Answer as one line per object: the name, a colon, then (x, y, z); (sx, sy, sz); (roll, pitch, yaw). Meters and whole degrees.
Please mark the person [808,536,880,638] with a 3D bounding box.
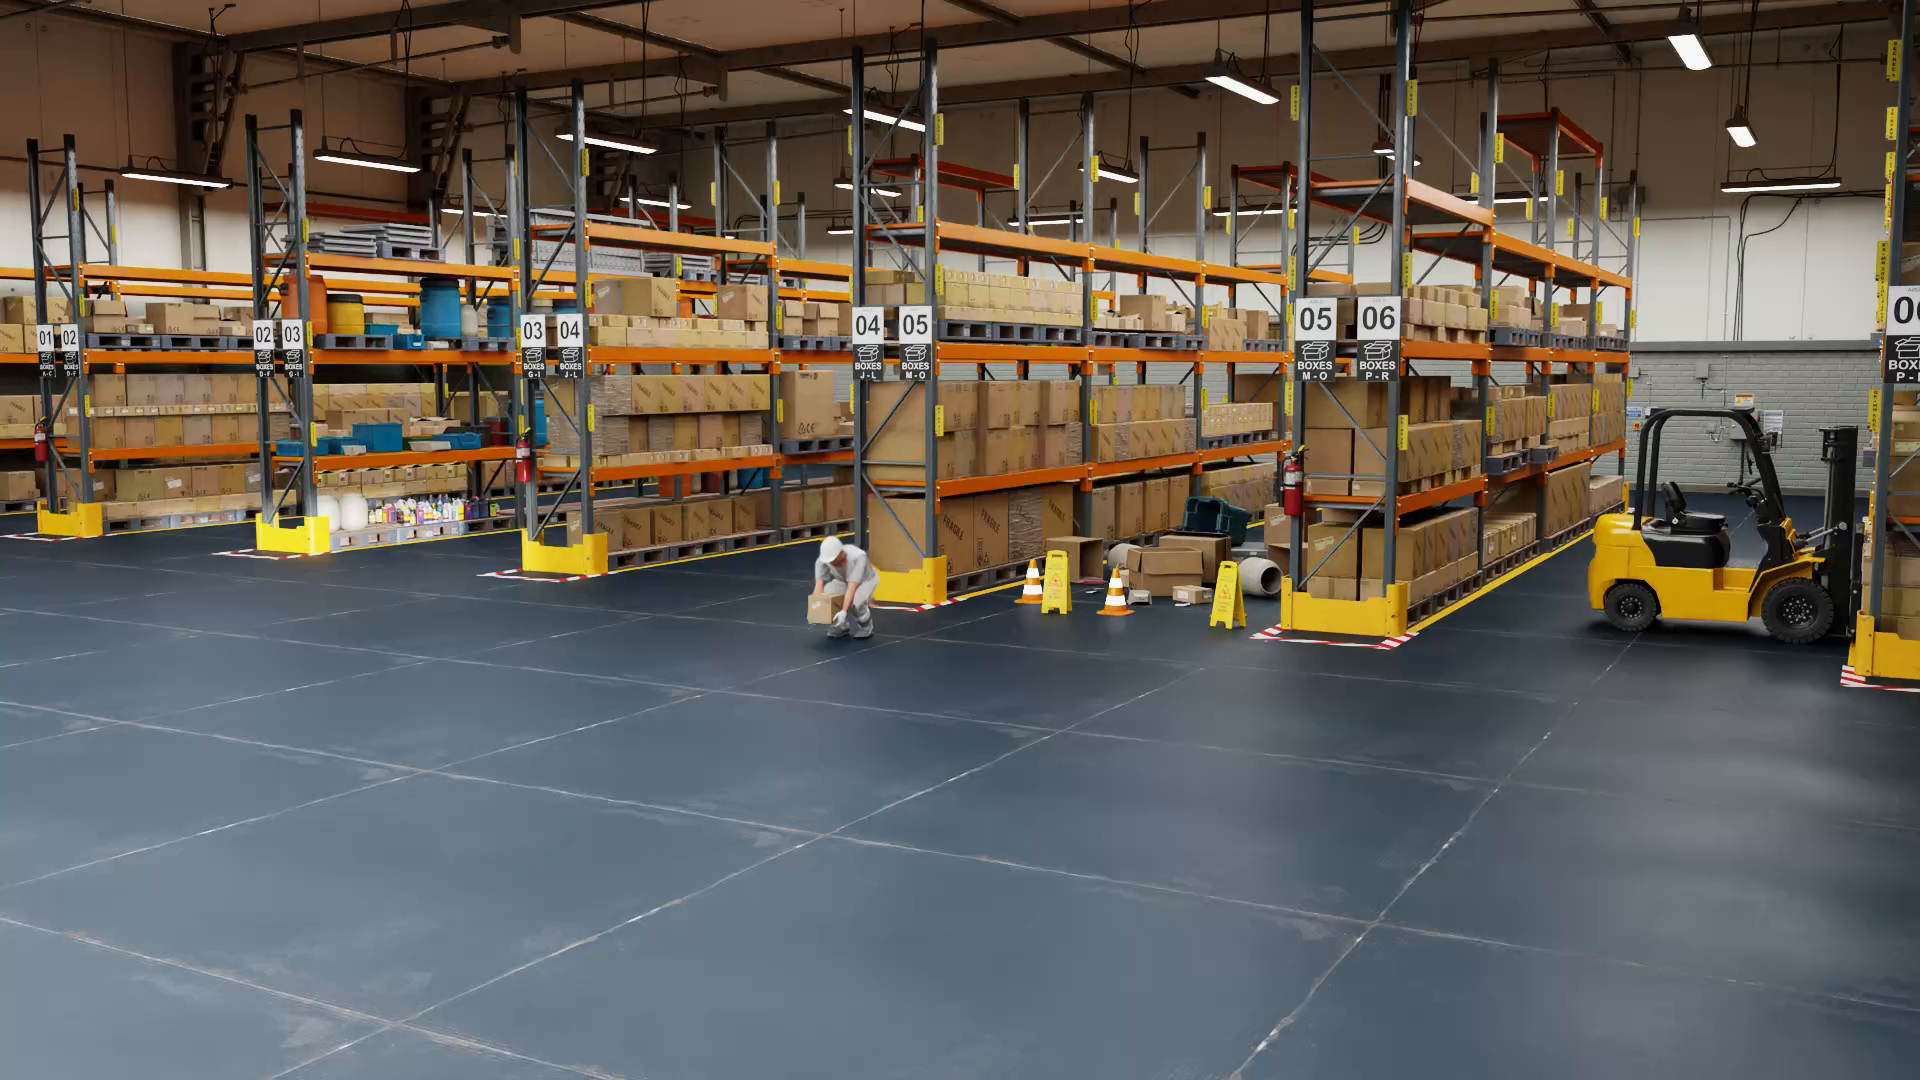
person: (-1.074, 0.432, 15.635); (0.540, 1.004, 0.875); (3, 7, 27)
